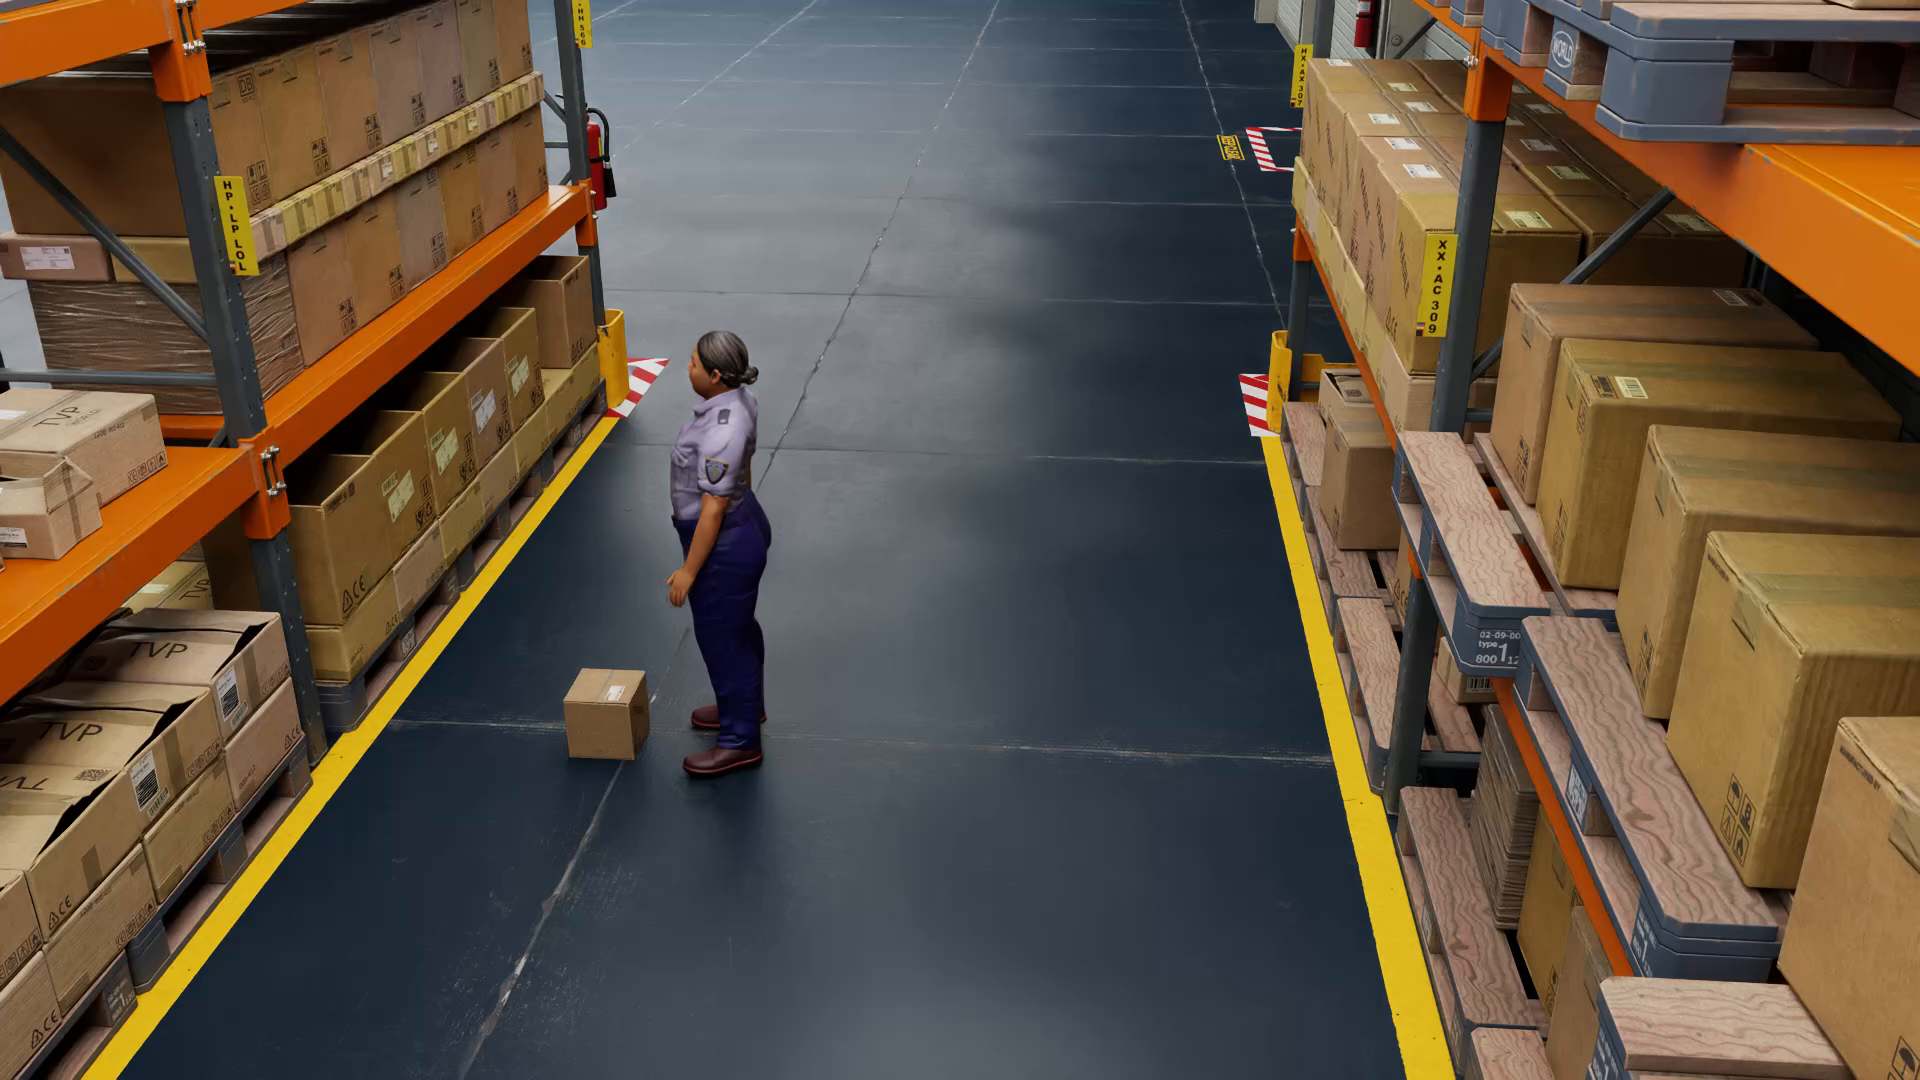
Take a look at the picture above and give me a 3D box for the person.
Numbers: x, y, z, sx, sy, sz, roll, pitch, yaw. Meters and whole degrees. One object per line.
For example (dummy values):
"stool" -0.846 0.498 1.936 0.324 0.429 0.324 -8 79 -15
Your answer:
"person" -0.870 0.035 5.999 0.361 1.654 0.511 0 25 -1
